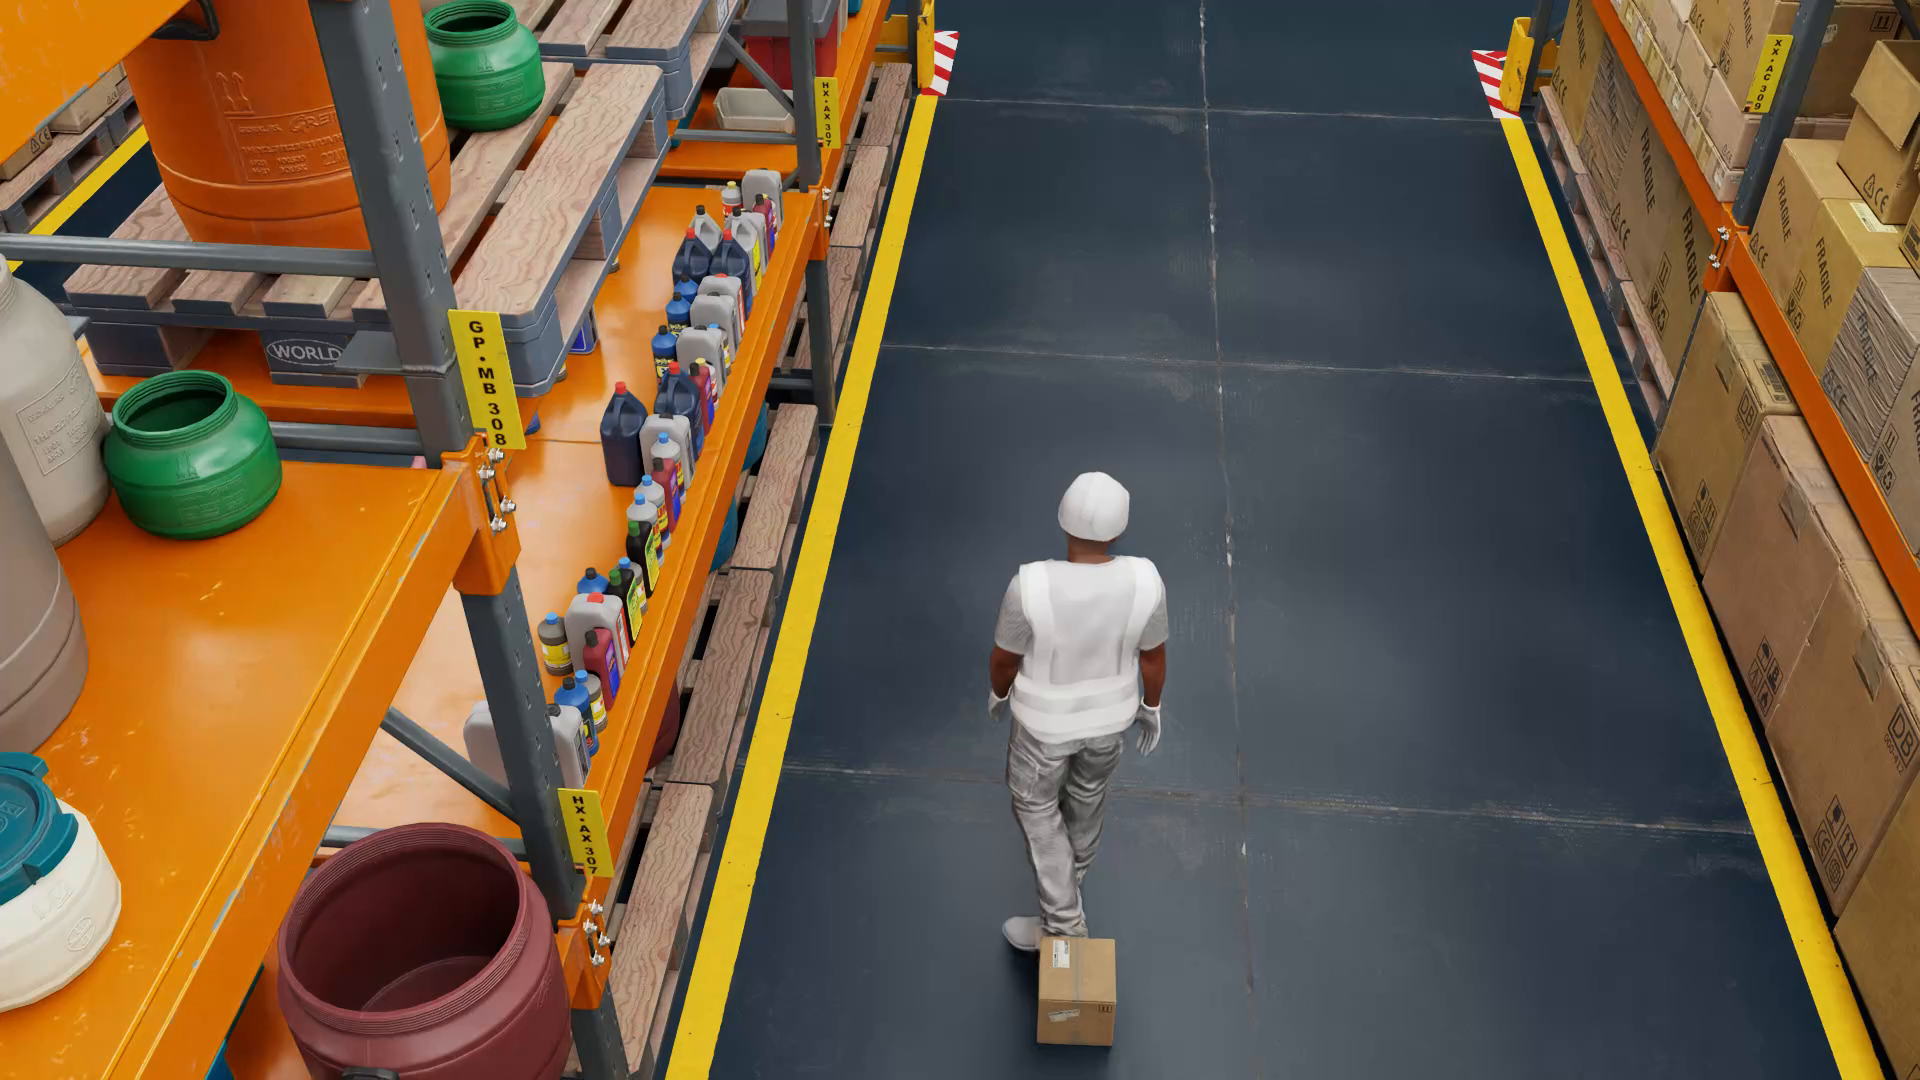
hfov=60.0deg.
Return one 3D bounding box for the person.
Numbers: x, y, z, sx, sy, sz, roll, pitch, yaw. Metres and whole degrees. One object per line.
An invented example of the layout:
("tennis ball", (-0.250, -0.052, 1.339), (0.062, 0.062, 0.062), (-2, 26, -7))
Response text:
("person", (0.401, 0.578, 5.396), (0.558, 1.724, 0.599), (-9, 41, -10))
